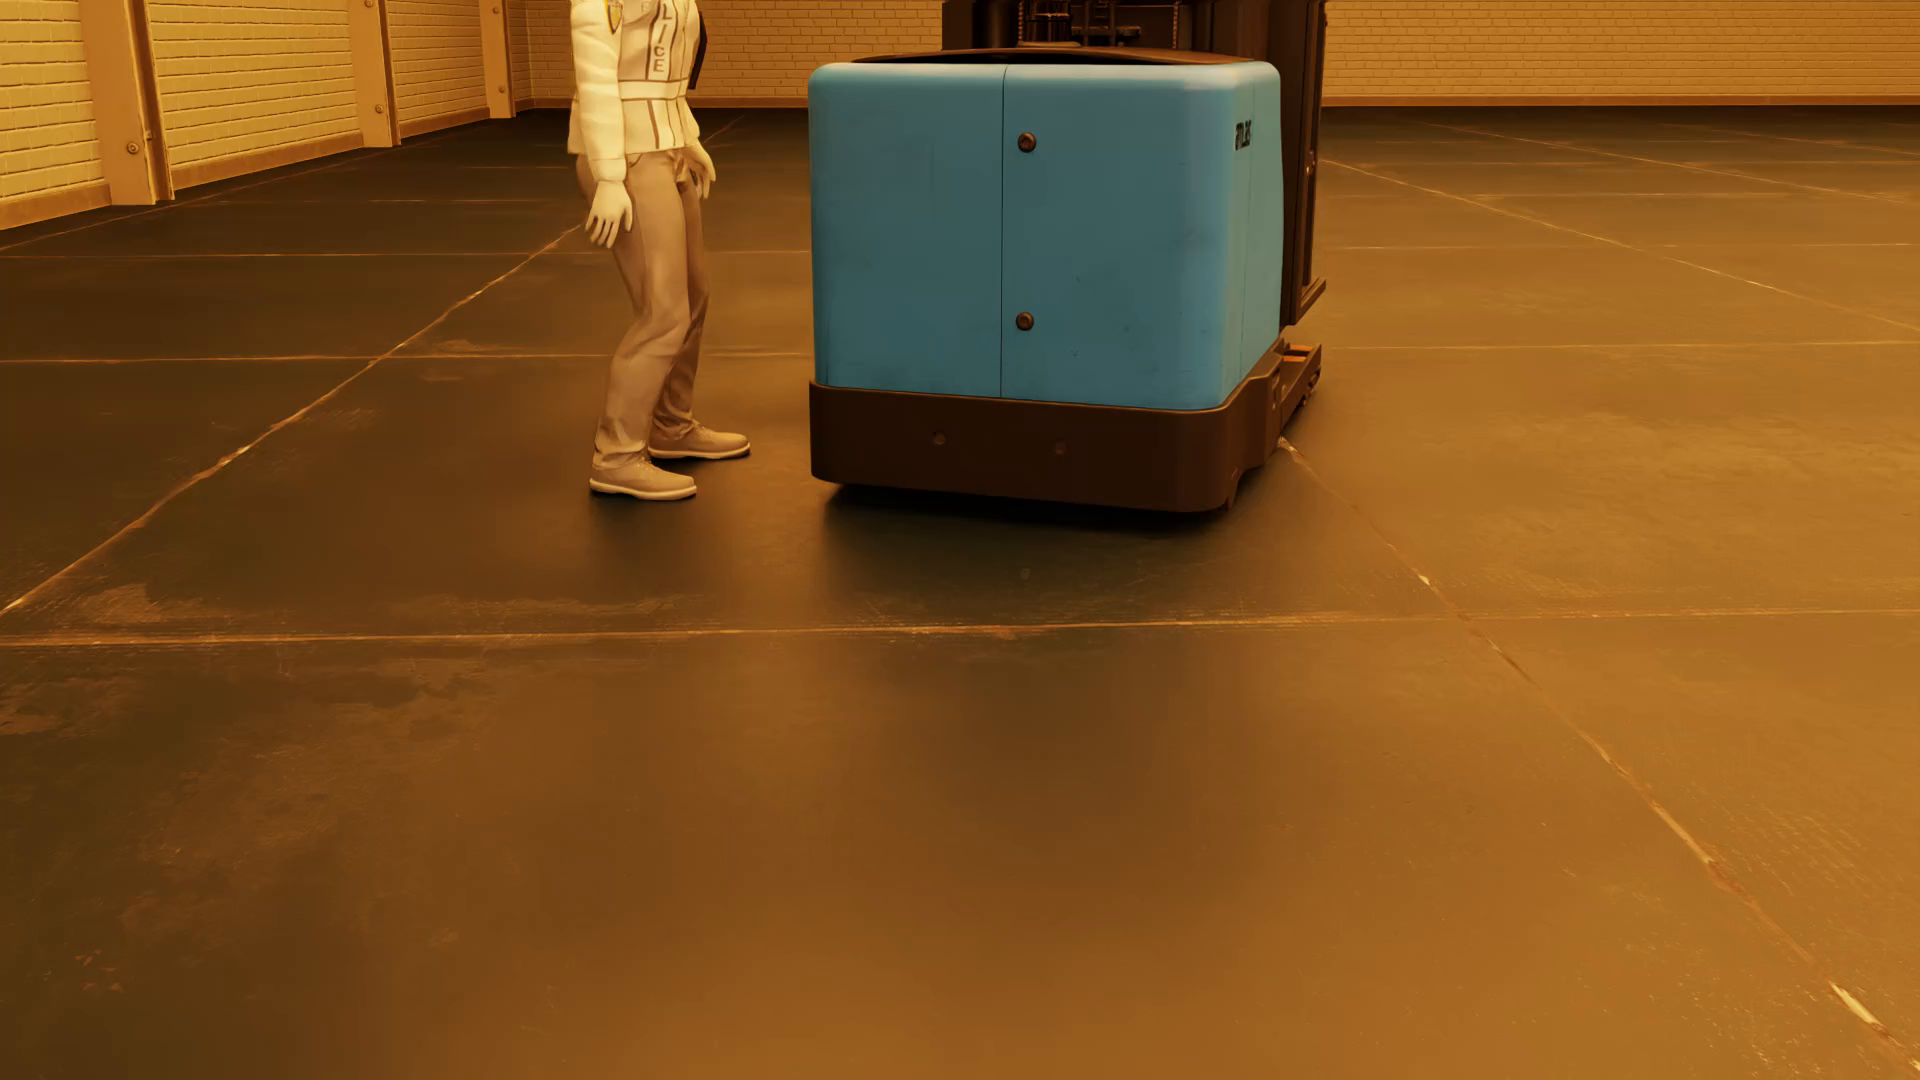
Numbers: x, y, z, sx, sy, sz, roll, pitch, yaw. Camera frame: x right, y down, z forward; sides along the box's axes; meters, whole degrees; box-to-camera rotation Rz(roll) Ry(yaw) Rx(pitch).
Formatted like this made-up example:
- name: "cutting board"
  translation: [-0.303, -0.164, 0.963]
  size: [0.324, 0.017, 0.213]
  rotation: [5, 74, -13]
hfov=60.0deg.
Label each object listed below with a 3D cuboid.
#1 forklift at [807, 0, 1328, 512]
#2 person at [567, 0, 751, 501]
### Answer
- name: "forklift"
  translation: [0.565, -1.857, 4.977]
  size: [1.130, 2.935, 3.031]
  rotation: [5, 18, 17]
- name: "person"
  translation: [-0.780, -0.938, 4.187]
  size: [0.372, 1.642, 0.713]
  rotation: [0, 17, 0]
